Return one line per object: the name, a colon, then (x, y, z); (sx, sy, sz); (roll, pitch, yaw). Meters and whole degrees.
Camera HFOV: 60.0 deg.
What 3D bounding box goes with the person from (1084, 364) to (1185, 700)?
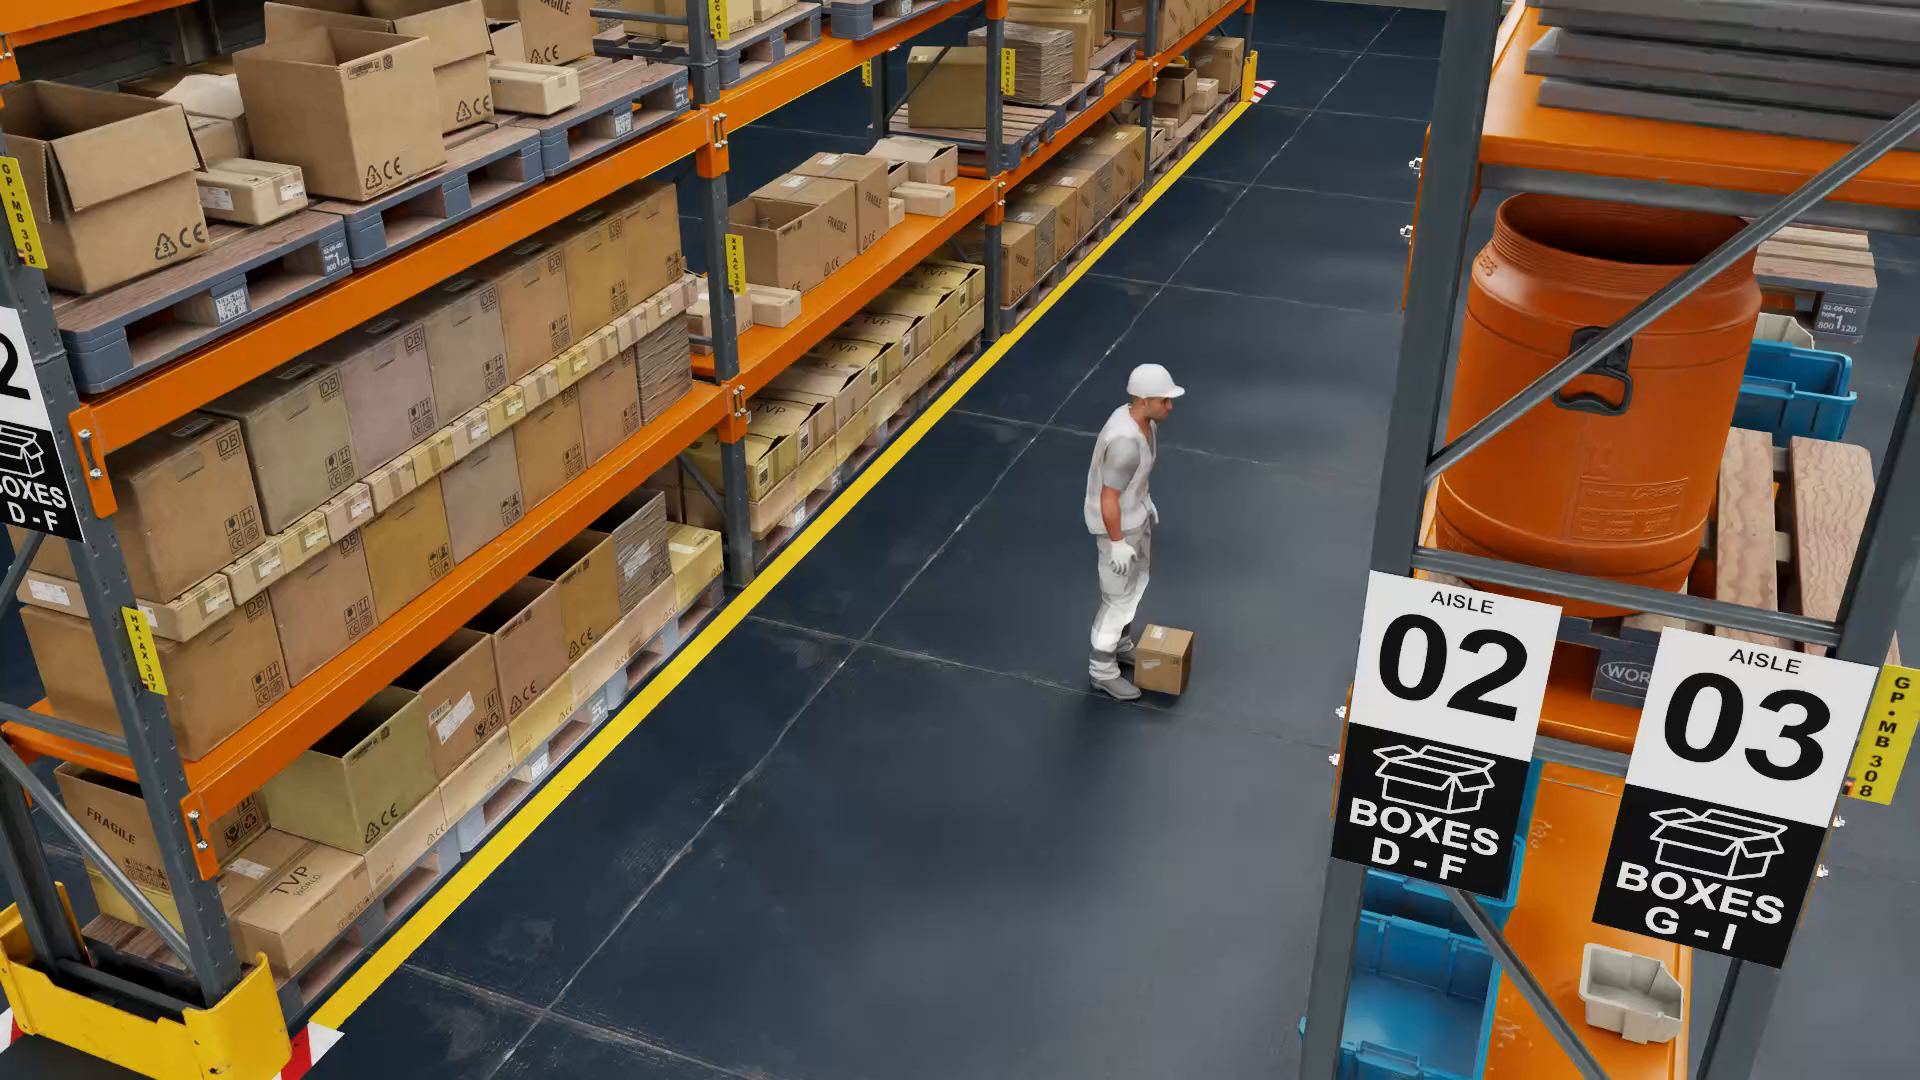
person: (0.872, -0.072, 8.514); (0.452, 1.779, 0.590); (10, 31, 18)
